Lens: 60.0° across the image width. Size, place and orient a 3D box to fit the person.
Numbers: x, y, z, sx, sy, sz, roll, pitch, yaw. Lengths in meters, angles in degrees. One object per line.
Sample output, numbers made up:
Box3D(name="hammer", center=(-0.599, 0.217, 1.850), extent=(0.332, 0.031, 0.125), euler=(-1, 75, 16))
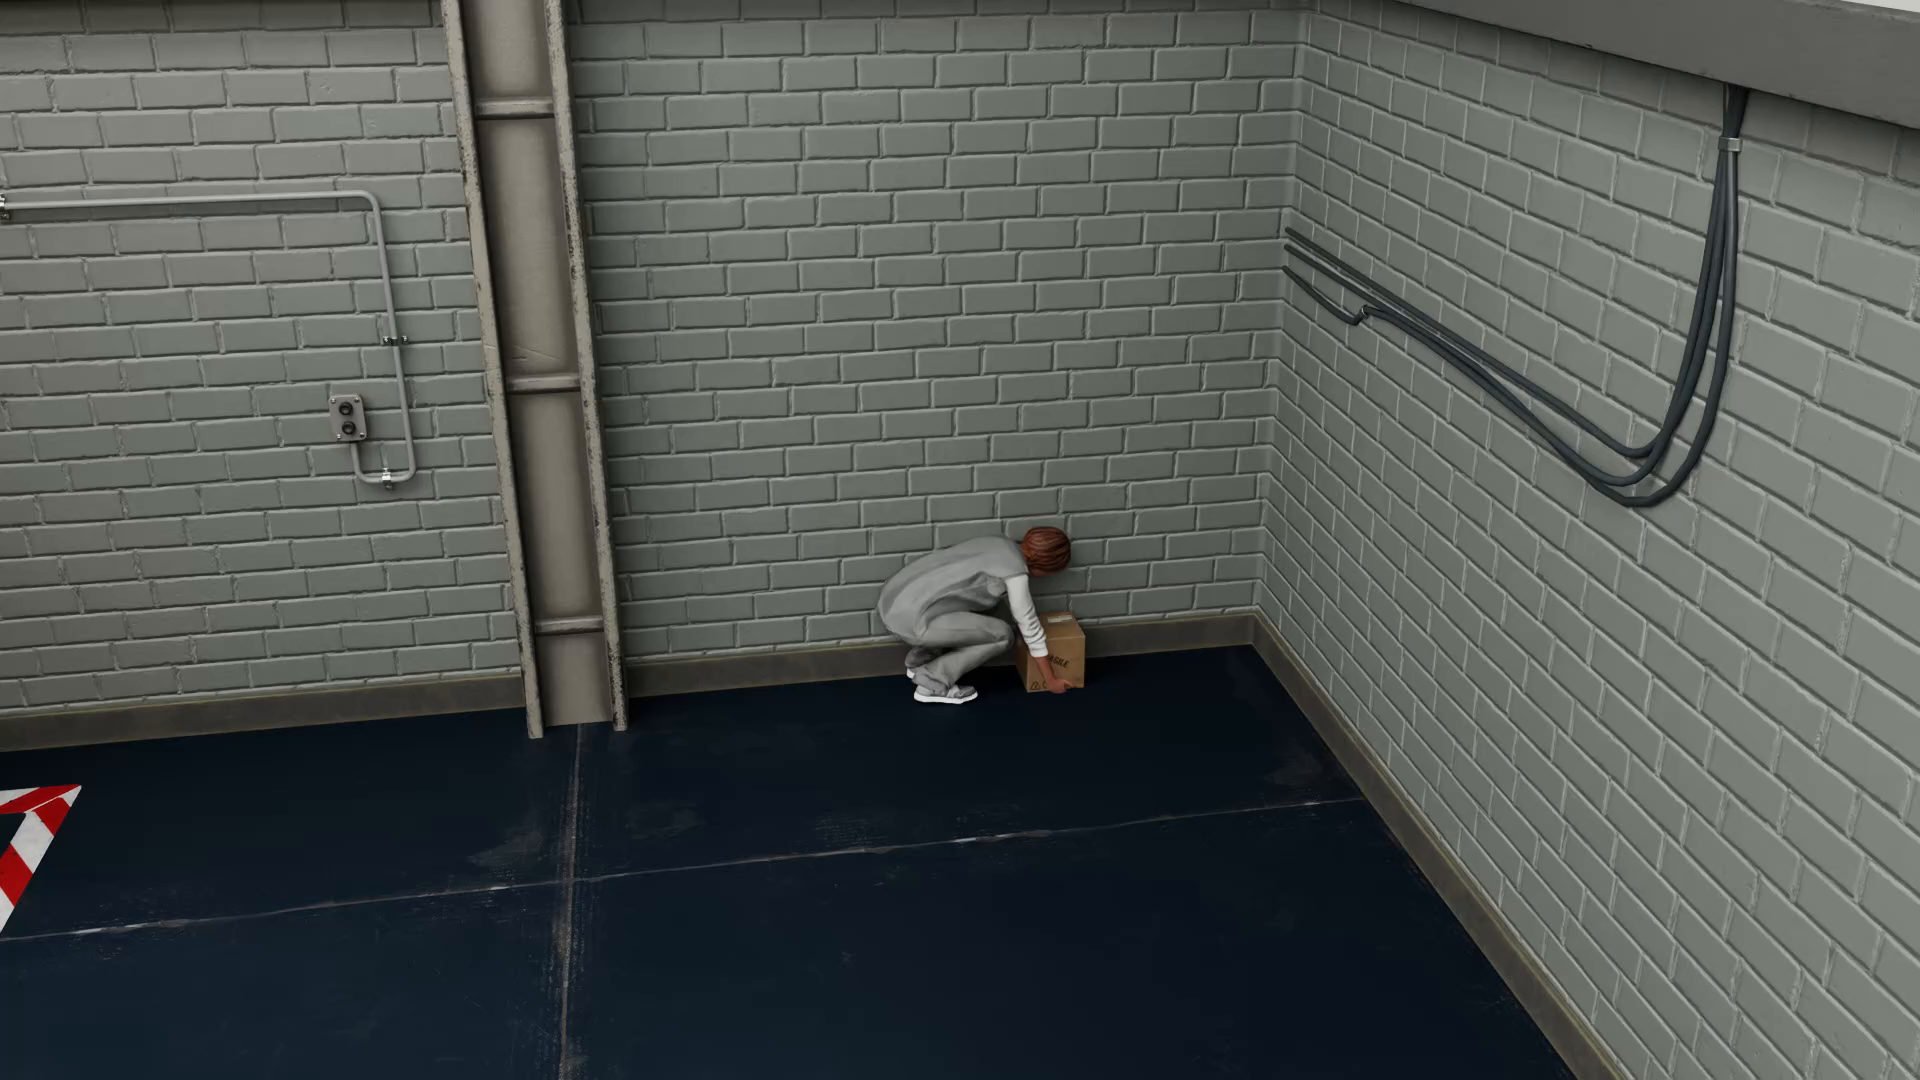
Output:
Box3D(name="person", center=(0.066, 0.335, 7.058), extent=(0.840, 0.753, 0.433), euler=(-5, 24, -10))
